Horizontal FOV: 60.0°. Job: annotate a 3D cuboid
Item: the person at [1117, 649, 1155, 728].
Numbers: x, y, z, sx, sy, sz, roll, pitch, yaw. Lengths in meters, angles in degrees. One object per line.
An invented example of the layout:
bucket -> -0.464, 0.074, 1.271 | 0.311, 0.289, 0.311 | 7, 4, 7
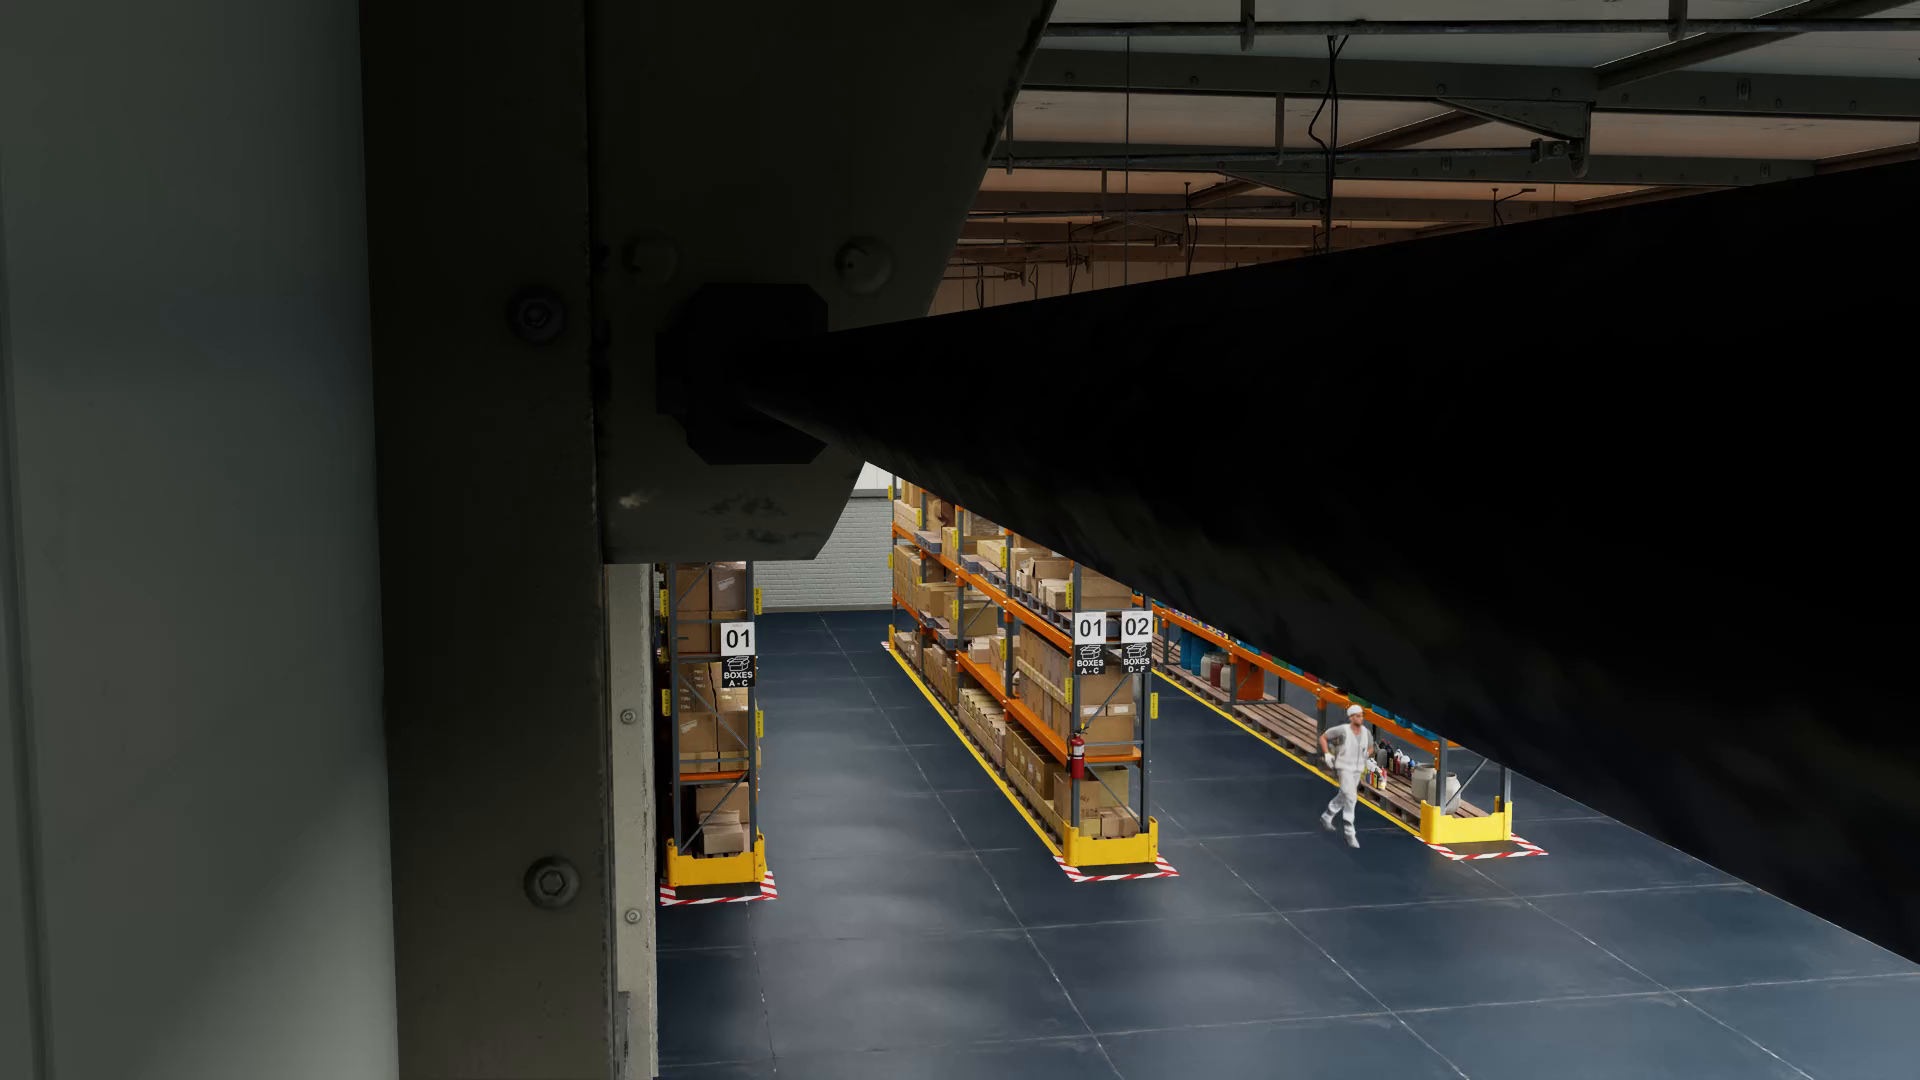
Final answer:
person -> 3.087, 2.371, 28.911 | 0.576, 1.749, 0.732 | -2, 7, -21

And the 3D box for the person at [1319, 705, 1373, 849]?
person -> 5.159, 3.073, 21.999 | 0.690, 1.809, 0.898 | -3, 7, -29
